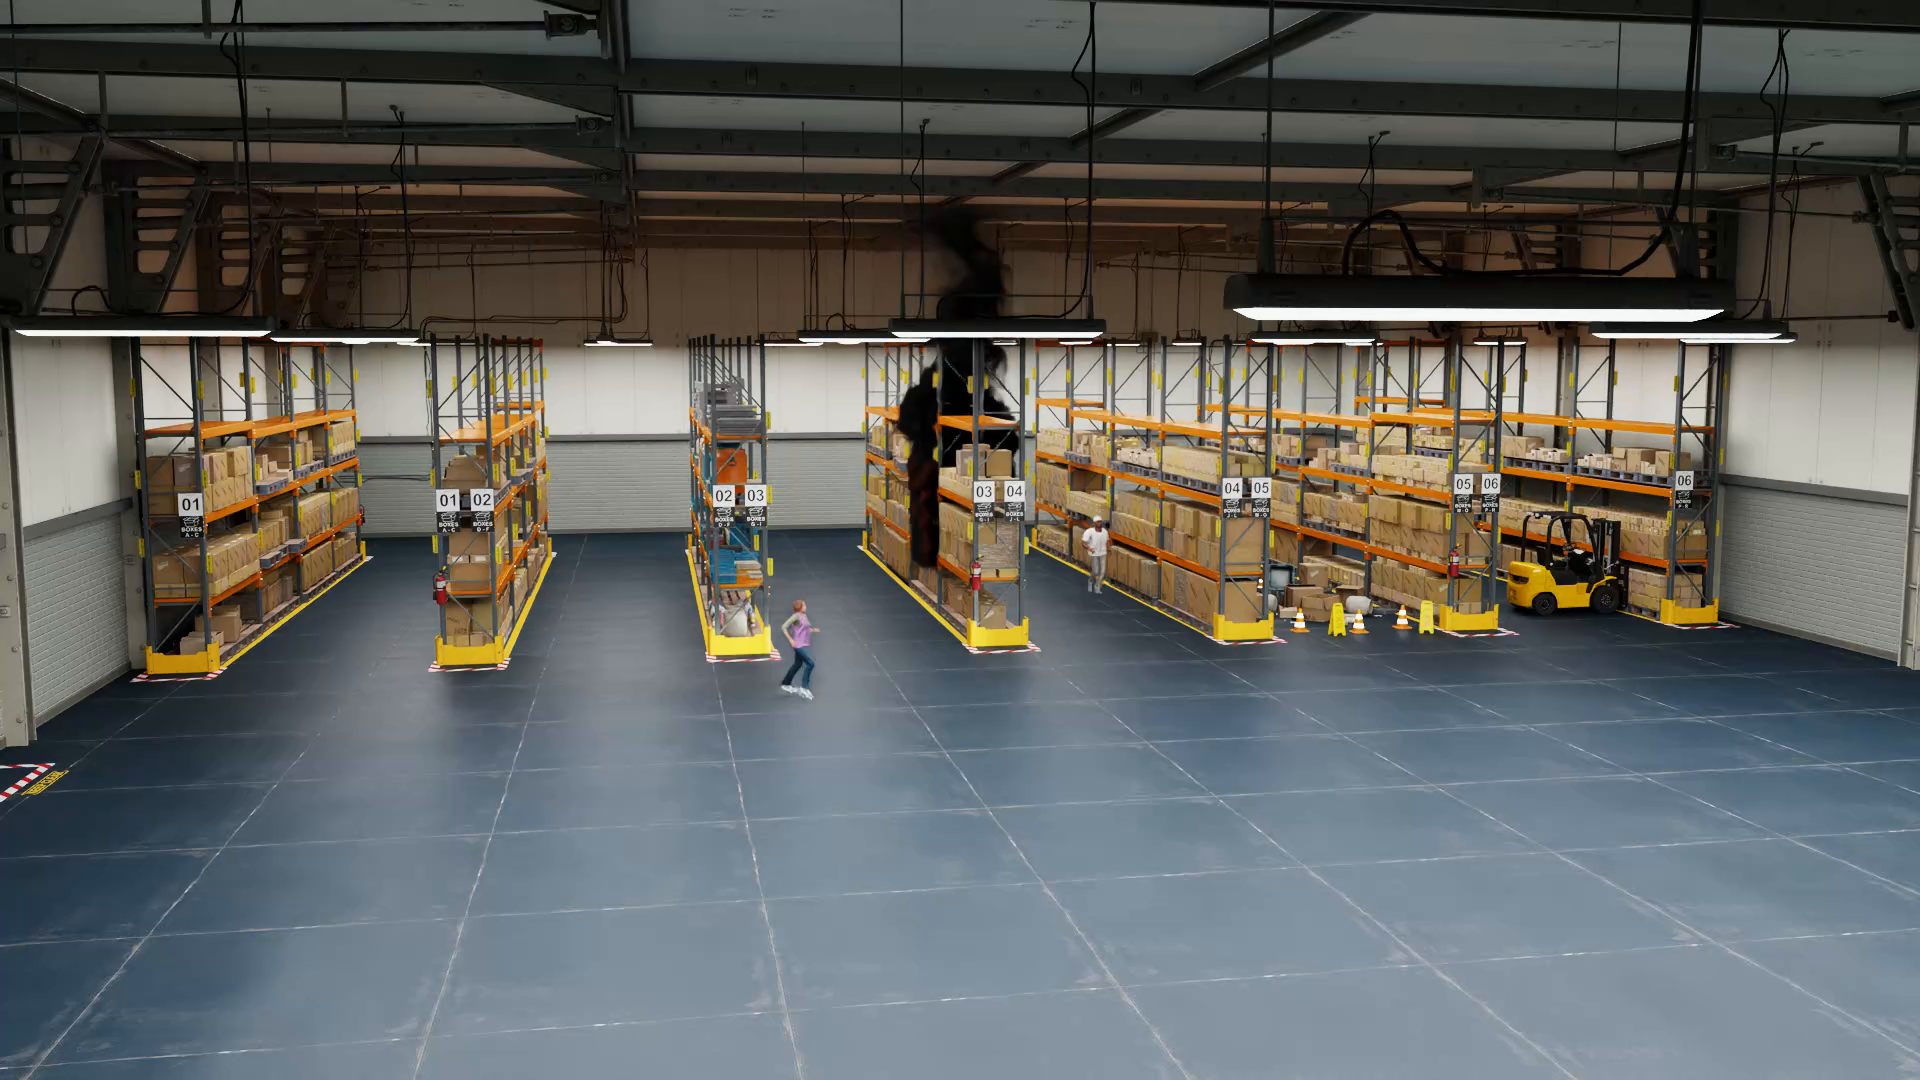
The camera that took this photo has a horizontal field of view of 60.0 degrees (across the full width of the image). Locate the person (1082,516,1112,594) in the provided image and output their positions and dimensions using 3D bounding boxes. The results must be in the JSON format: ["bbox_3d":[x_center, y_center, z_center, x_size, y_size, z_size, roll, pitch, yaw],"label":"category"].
[{"bbox_3d":[3.066,0.328,37.072,0.690,1.735,0.520,-3,7,-22],"label":"person"}]

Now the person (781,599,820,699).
[{"bbox_3d":[-2.638,1.793,27.425,0.711,1.644,0.504,1,7,11],"label":"person"}]
